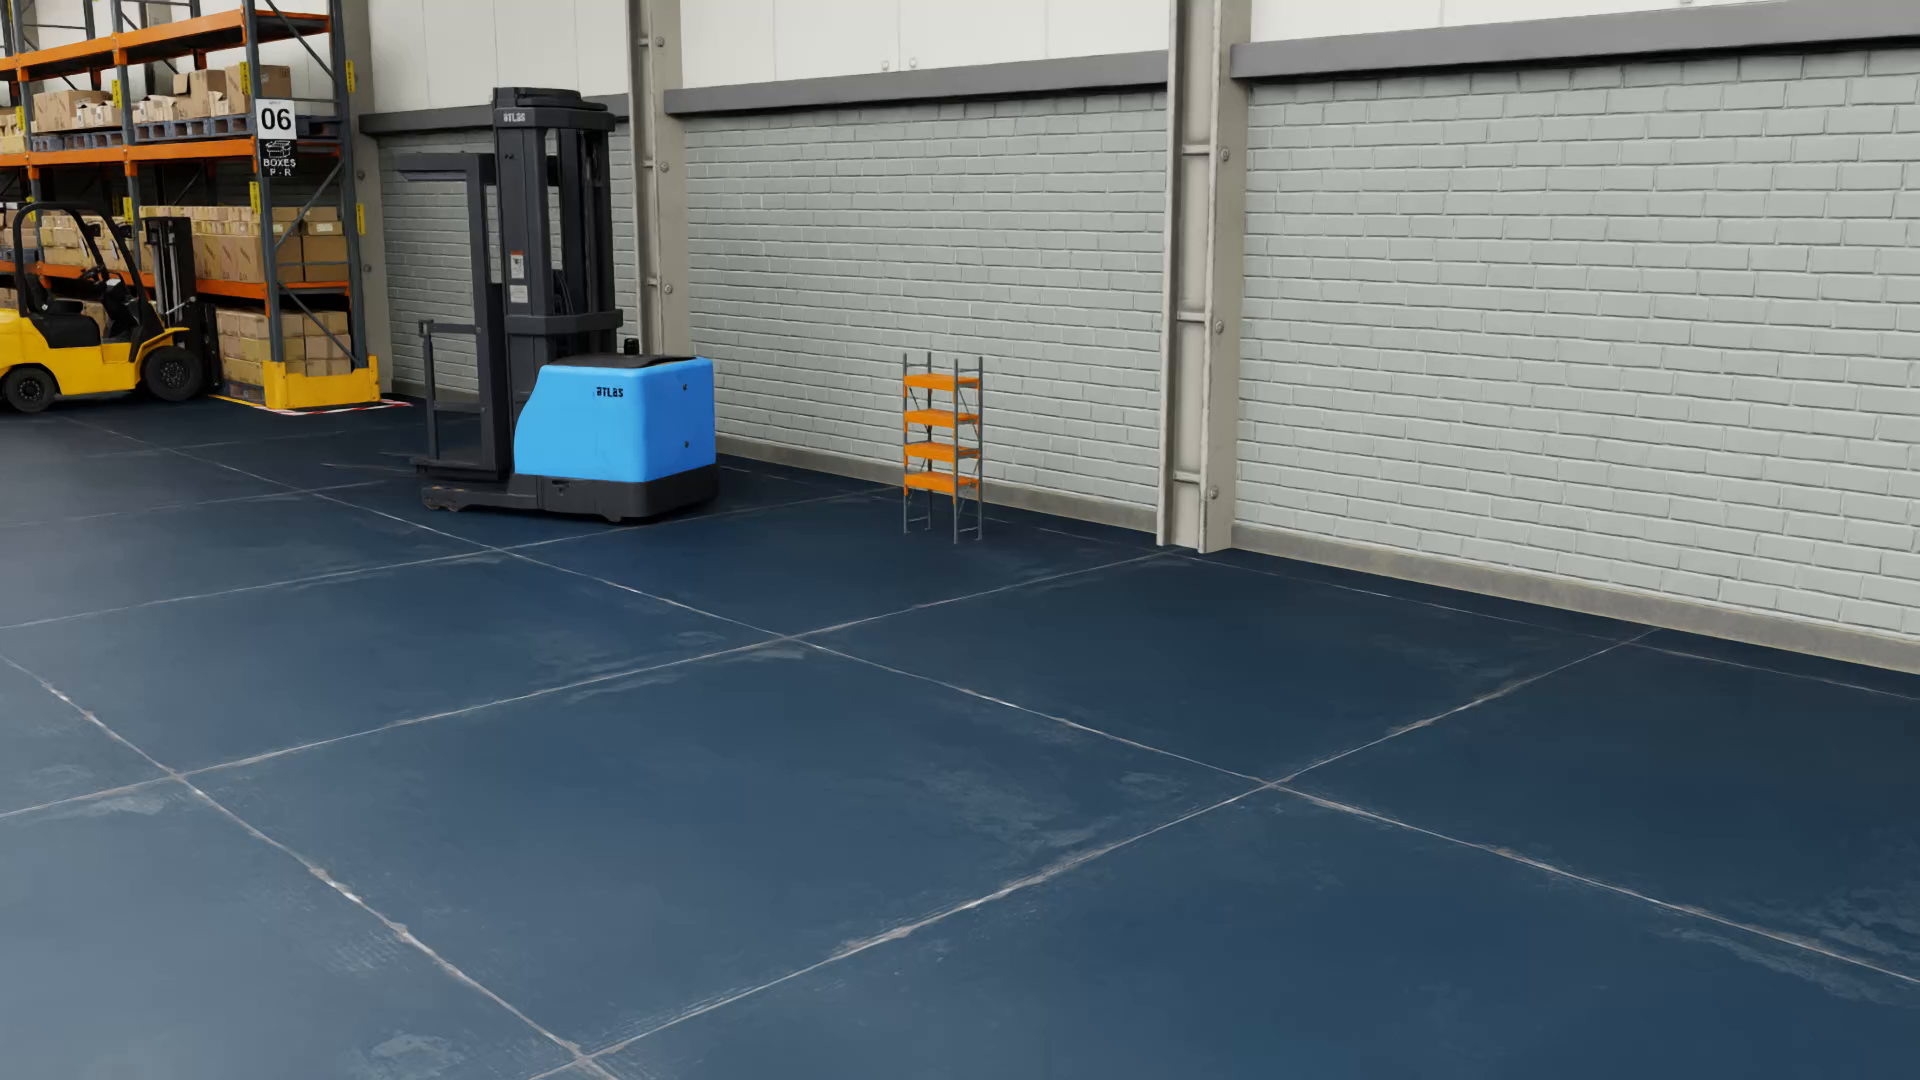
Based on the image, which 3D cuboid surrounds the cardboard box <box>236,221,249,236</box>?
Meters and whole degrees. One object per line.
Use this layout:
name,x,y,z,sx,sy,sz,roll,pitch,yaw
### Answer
cardboard box,-7.582,-3.369,17.973,0.380,0.149,0.250,-11,16,-42

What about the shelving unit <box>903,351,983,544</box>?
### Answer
shelving unit,-0.114,-0.612,10.908,0.258,1.200,0.503,-11,16,-43

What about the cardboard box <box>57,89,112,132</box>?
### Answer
cardboard box,-11.440,-5.609,21.734,0.500,0.500,0.500,-10,16,-41

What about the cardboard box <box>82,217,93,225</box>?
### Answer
cardboard box,-11.244,-4.137,21.702,0.250,0.149,0.380,11,16,44

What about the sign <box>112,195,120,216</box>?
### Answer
sign,-12.068,-4.770,23.759,0.100,0.325,0.005,-11,16,-43

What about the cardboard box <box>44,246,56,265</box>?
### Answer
cardboard box,-12.337,-3.952,23.034,0.500,0.250,0.500,-11,16,-42

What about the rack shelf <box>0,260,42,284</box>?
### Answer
rack shelf,-13.848,-4.064,24.988,1.077,0.370,4.000,-11,16,-43

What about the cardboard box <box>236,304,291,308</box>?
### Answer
cardboard box,-8.171,-2.625,19.515,0.500,0.250,0.500,-11,16,-44

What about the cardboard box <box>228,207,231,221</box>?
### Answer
cardboard box,-7.853,-3.605,18.384,0.380,0.149,0.250,-11,16,-42

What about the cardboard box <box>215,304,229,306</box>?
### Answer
cardboard box,-8.900,-2.628,19.530,0.500,0.250,0.500,-10,15,-41

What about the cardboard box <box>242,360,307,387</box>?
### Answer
cardboard box,-7.495,-1.841,18.186,0.500,0.250,0.500,-11,16,-42

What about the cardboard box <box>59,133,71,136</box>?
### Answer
cardboard box,-12.546,-5.802,23.591,0.380,0.149,0.250,-11,16,-42

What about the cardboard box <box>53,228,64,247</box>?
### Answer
cardboard box,-11.992,-4.124,22.628,0.500,0.250,0.500,-10,15,-41

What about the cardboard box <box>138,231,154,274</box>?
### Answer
cardboard box,-9.587,-3.489,20.164,0.500,0.500,0.500,11,16,44

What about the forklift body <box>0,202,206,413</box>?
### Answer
forklift body,-9.571,-2.564,18.026,2.313,2.155,1.214,-11,16,-43

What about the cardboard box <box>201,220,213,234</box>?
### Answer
cardboard box,-8.288,-3.519,18.704,0.380,0.149,0.250,-11,16,-42

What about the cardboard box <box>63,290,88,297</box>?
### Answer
cardboard box,-12.995,-3.611,24.551,0.380,0.149,0.250,-11,16,-42

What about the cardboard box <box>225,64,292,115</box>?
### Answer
cardboard box,-7.424,-4.761,17.615,0.500,0.500,0.500,-10,15,-41

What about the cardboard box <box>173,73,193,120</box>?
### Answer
cardboard box,-8.436,-5.016,18.848,0.797,0.503,0.637,-10,15,-41

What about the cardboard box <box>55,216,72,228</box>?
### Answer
cardboard box,-12.079,-4.331,22.645,0.380,0.149,0.250,-10,16,-41

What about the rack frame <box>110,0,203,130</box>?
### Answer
rack frame,-9.705,-6.479,20.059,1.000,3.000,0.127,-11,16,-43

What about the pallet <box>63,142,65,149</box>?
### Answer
pallet,-14.111,-5.830,24.806,1.213,0.211,1.003,-11,16,-43

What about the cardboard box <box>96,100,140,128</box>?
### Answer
cardboard box,-10.381,-5.293,20.667,0.500,0.311,0.500,11,16,43

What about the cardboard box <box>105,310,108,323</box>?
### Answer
cardboard box,-10.603,-2.772,21.779,0.875,0.625,0.625,-11,16,-43

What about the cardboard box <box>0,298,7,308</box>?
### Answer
cardboard box,-14.342,-3.438,25.320,0.500,0.500,0.500,11,16,43

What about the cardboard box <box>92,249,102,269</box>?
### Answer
cardboard box,-10.914,-3.654,21.585,0.500,0.250,0.500,-11,16,-42

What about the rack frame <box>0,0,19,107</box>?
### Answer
rack frame,-15.229,-7.647,25.726,1.000,3.000,0.127,-11,16,-43

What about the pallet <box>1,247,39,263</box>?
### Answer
pallet,-12.986,-4.120,23.950,1.213,0.211,1.003,-11,16,-43

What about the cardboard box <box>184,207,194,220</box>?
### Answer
cardboard box,-8.752,-3.788,19.274,0.380,0.149,0.250,-11,16,-43

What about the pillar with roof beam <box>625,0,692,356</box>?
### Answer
pillar with roof beam,-5.741,-4.647,11.167,9.100,9.000,0.400,-11,16,-43

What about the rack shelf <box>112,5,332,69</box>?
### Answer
rack shelf,-8.323,-5.639,18.756,1.077,0.370,4.000,-11,16,-43

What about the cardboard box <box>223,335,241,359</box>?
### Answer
cardboard box,-7.843,-2.163,18.512,0.500,0.250,0.500,-11,16,-43

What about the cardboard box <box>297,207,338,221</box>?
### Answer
cardboard box,-7.020,-3.548,18.108,0.380,0.149,0.250,-11,16,-44

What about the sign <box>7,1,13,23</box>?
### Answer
sign,-14.832,-8.260,25.996,0.100,0.325,0.005,-11,16,-43

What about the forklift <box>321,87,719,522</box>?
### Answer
forklift,-3.325,-1.730,12.044,3.031,2.935,1.130,5,13,23

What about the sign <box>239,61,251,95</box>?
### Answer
sign,-7.344,-4.748,17.090,0.100,0.325,0.005,-11,16,-43

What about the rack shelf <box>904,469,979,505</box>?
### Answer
rack shelf,-0.114,-0.351,10.961,0.258,0.148,0.480,-11,16,-43

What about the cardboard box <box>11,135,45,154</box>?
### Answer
cardboard box,-12.997,-5.561,23.410,0.500,0.250,0.500,11,16,43

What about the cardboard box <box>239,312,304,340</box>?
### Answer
cardboard box,-7.486,-2.330,18.081,0.500,0.250,0.500,-10,15,-41

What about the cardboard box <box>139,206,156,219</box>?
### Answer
cardboard box,-9.699,-3.965,20.133,0.380,0.149,0.250,-10,16,-41

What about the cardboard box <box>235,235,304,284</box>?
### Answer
cardboard box,-7.472,-3.041,17.992,0.500,0.500,0.500,-11,16,-44

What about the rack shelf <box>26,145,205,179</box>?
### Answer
rack shelf,-11.086,-4.950,21.851,1.077,0.370,4.000,-11,16,-43

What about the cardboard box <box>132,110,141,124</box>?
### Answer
cardboard box,-9.614,-5.034,19.812,0.380,0.149,0.250,-10,16,-41

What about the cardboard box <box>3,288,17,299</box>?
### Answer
cardboard box,-14.227,-3.736,25.160,0.380,0.149,0.250,-10,15,-41

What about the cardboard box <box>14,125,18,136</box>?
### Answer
cardboard box,-13.214,-5.816,23.659,0.380,0.149,0.250,-10,16,-41

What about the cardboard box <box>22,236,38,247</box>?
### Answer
cardboard box,-13.198,-4.250,23.687,0.380,0.149,0.250,-11,16,-42

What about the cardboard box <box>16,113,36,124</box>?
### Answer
cardboard box,-12.918,-5.870,23.184,0.380,0.149,0.250,-10,15,-41

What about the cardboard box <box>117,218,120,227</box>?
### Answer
cardboard box,-10.423,-4.005,21.061,0.380,0.149,0.250,-11,16,-43

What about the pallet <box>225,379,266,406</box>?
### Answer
pallet,-7.501,-1.697,18.626,1.003,0.211,1.213,-11,16,-43

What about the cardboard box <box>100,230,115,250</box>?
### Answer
cardboard box,-10.589,-3.822,21.164,0.500,0.250,0.500,11,16,44
